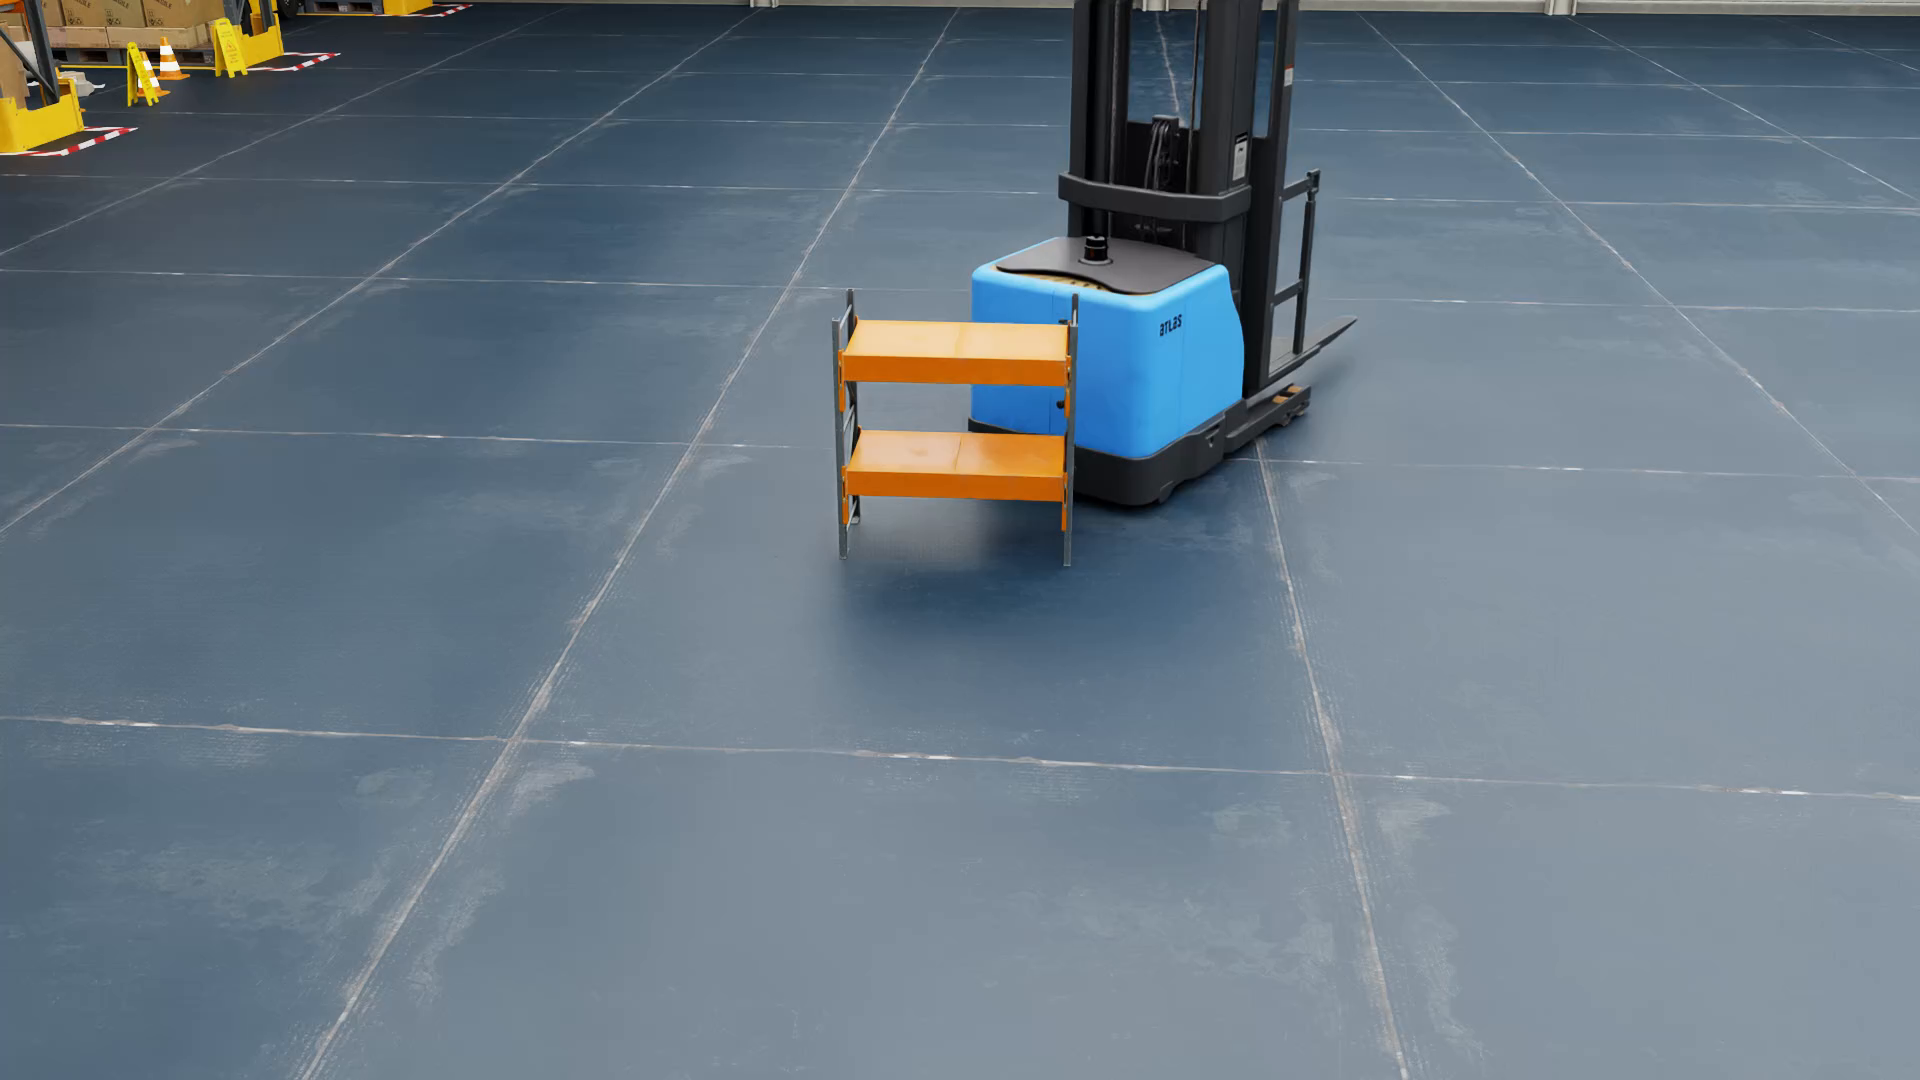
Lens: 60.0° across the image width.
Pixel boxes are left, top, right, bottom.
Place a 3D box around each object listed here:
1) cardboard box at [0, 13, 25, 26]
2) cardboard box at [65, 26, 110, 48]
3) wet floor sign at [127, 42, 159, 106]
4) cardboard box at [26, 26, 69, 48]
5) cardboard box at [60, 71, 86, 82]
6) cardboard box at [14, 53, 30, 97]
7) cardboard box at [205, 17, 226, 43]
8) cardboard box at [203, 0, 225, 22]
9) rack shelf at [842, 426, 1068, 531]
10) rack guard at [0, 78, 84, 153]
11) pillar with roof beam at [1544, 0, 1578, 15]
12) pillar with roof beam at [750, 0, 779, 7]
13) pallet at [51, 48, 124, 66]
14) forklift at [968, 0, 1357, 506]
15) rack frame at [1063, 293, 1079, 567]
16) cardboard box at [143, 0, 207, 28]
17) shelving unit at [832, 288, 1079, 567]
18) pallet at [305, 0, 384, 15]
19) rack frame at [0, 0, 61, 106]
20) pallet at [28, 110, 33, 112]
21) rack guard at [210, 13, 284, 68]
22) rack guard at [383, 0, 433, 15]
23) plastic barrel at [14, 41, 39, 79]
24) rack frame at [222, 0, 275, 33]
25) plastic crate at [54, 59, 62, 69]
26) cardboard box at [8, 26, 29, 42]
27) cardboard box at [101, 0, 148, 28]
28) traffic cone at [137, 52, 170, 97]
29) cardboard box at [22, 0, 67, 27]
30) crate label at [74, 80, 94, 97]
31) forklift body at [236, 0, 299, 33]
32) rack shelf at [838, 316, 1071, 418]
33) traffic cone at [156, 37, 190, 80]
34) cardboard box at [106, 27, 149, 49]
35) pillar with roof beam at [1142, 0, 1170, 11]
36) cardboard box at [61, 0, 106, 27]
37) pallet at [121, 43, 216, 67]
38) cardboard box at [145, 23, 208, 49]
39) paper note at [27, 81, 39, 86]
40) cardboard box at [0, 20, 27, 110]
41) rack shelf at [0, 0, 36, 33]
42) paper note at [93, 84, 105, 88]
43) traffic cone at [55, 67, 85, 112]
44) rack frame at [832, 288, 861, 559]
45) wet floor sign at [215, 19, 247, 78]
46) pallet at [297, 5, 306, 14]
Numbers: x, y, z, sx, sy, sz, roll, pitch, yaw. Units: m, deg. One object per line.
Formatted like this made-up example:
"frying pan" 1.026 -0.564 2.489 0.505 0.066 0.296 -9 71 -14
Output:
"cardboard box" -11.635 -6.595 20.383 0.500 0.500 0.500 3 25 6
"cardboard box" -10.614 -6.218 20.461 0.500 0.250 0.500 1 25 2
"wet floor sign" -8.847 -5.017 17.880 0.232 0.644 0.267 -2 25 -5
"cardboard box" -11.108 -6.238 20.505 0.500 0.250 0.500 2 25 3
"cardboard box" -10.210 -5.233 18.945 0.250 0.149 0.380 16 29 31
"cardboard box" -10.694 -5.195 18.438 0.637 0.503 0.797 -17 30 -32
"cardboard box" -9.532 -6.411 20.881 0.500 0.250 0.500 2 25 4
"cardboard box" -9.556 -6.752 20.725 0.500 0.500 0.500 1 25 2
"rack shelf" -0.007 -0.289 7.618 1.000 0.278 0.538 2 25 4
"rack guard" -9.004 -4.125 16.117 0.348 0.500 1.175 2 25 4
"pillar with roof beam" 8.619 -10.150 19.043 0.400 9.000 9.100 2 25 4
"pillar with roof beam" -3.345 -10.534 19.878 0.400 9.000 9.100 2 25 4
"pallet" -10.846 -6.145 20.851 1.213 0.211 1.003 2 25 4
"forklift" 1.295 -2.056 8.713 1.130 2.935 3.031 16 29 31
"rack frame" 0.500 -0.495 7.480 0.032 1.125 0.500 2 25 4
"cardboard box" -9.568 -6.527 20.237 0.500 0.500 0.500 2 25 4
"shelving unit" -0.007 -0.511 7.515 1.048 1.125 0.538 2 25 4
"pallet" -9.139 -8.137 25.182 1.213 0.211 1.003 2 25 4
"rack frame" -9.028 -5.262 15.597 0.127 3.000 1.000 2 25 4
"pallet" -9.831 -3.988 16.164 1.213 0.211 1.003 2 25 4
"rack guard" -8.825 -6.195 20.615 0.348 0.500 1.175 2 25 4
"rack guard" -8.349 -8.261 25.104 0.348 0.500 1.175 2 25 4
"plastic barrel" -10.925 -5.593 19.398 0.421 0.421 0.512 22 33 39
"rack frame" -8.749 -7.328 20.087 0.127 3.000 1.000 2 25 4
"plastic crate" -11.235 -5.738 20.124 0.583 0.080 0.402 -7 26 -14
"cardboard box" -11.637 -6.254 20.540 0.500 0.250 0.500 3 25 7
"cardboard box" -10.089 -6.543 20.270 0.500 0.500 0.500 3 25 6
"traffic cone" -9.023 -5.178 18.450 0.334 0.463 0.336 2 25 4
"cardboard box" -11.119 -6.577 20.346 0.500 0.500 0.500 3 25 7
"crate label" -9.811 -5.030 18.517 0.298 0.136 0.250 -11 27 -23
"forklift body" -10.403 -8.312 23.240 1.214 2.155 2.313 2 25 4
"rack shelf" -0.007 -0.777 7.393 1.000 0.278 0.538 2 25 4
"traffic cone" -9.277 -5.652 19.479 0.334 0.463 0.336 2 25 4
"cardboard box" -10.092 -6.203 20.430 0.500 0.250 0.500 2 25 4
"pillar with roof beam" 2.637 -10.342 19.460 0.400 9.000 9.100 2 25 4
"cardboard box" -10.591 -6.562 20.312 0.500 0.500 0.500 1 25 3
"pallet" -9.632 -6.104 20.764 1.213 0.211 1.003 2 25 4
"cardboard box" -9.600 -6.184 20.388 0.500 0.250 0.500 2 25 4
"paper note" -10.680 -5.264 19.168 0.142 0.019 0.148 11 27 22
"cardboard box" -9.709 -4.481 15.940 0.875 0.875 0.875 2 25 4
"rack shelf" -11.022 -4.999 15.886 4.000 0.370 1.077 2 25 4
"paper note" -9.844 -5.180 18.971 0.142 0.019 0.148 -7 26 -14
"traffic cone" -9.448 -4.718 17.450 0.334 0.463 0.336 2 25 4
"rack frame" -0.514 -0.527 7.551 0.032 1.125 0.500 2 25 4
"wet floor sign" -8.642 -5.806 19.597 0.232 0.644 0.267 11 27 22
"pallet" -10.352 -8.177 25.269 1.213 0.211 1.003 2 25 4
